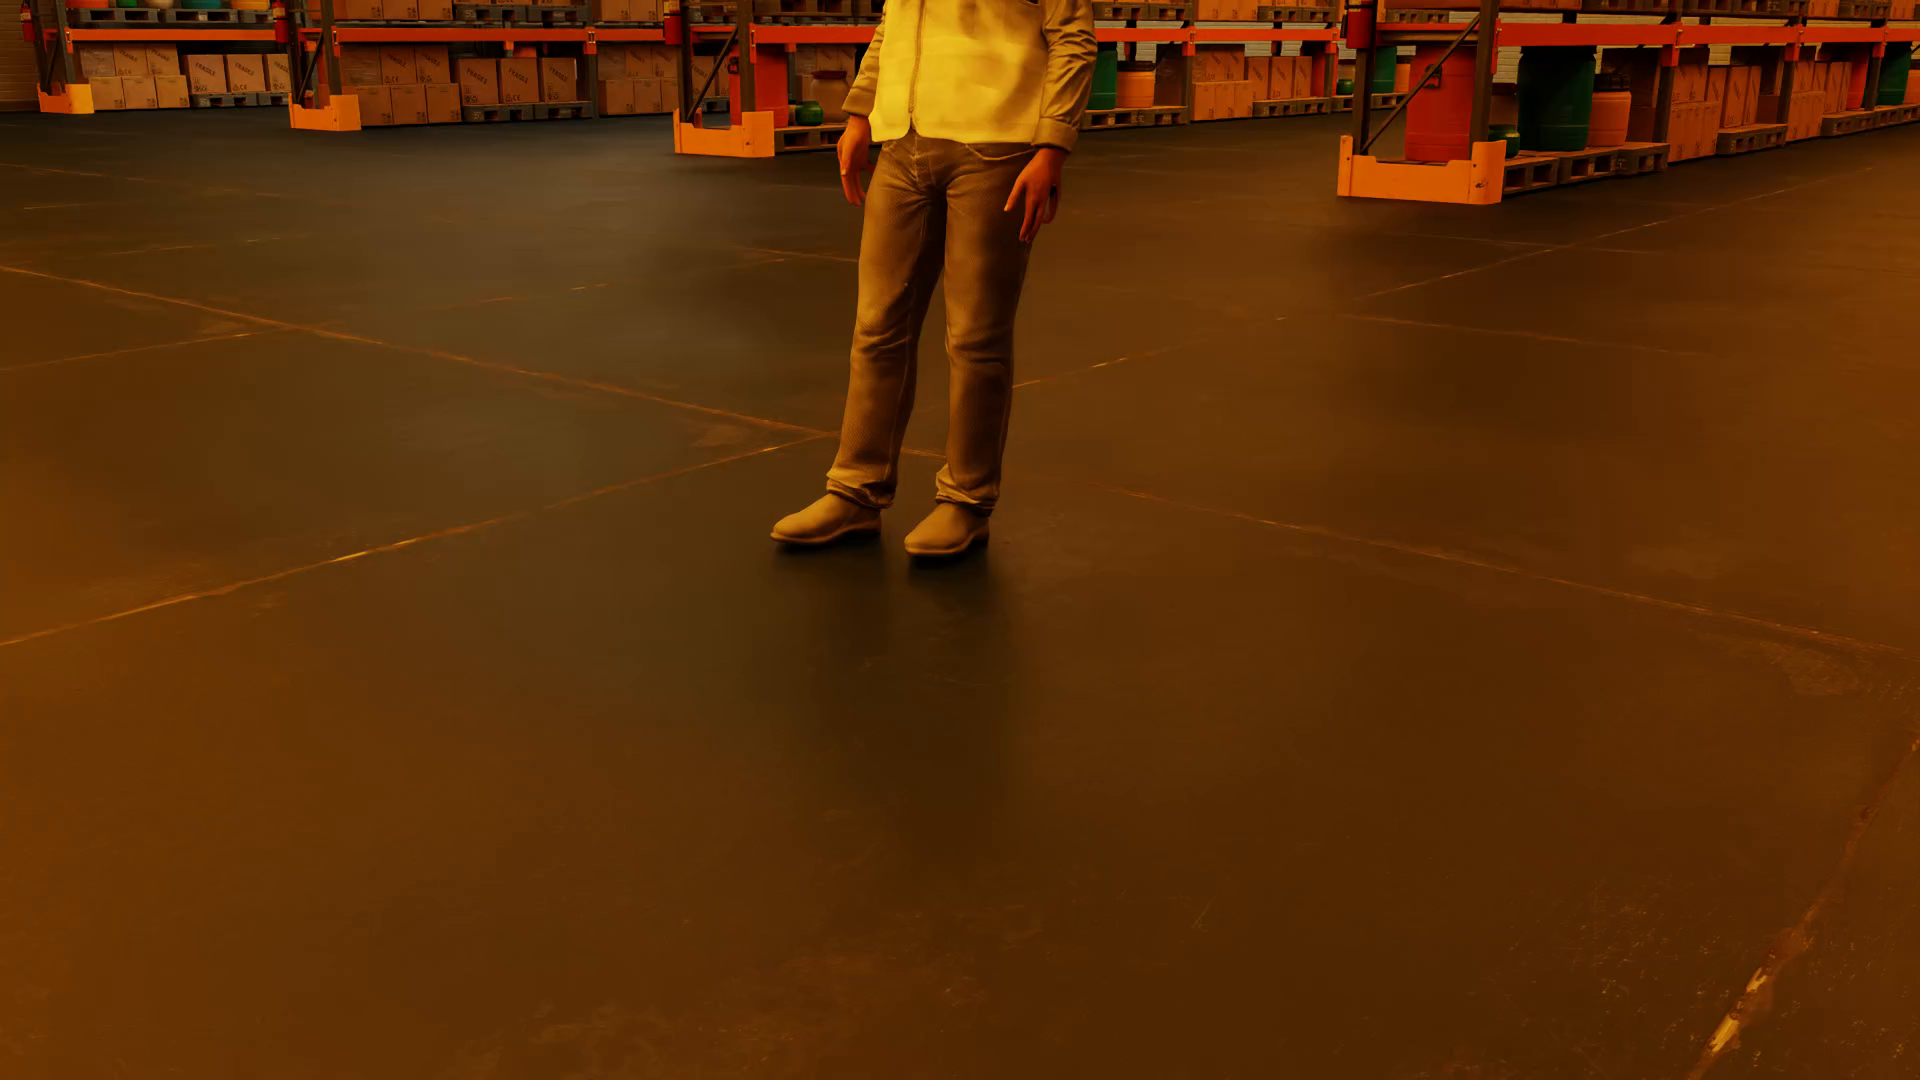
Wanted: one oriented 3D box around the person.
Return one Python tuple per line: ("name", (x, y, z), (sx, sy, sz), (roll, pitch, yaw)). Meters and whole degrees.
("person", (-0.046, -0.844, 3.642), (0.632, 1.773, 0.568), (13, 21, 37))
